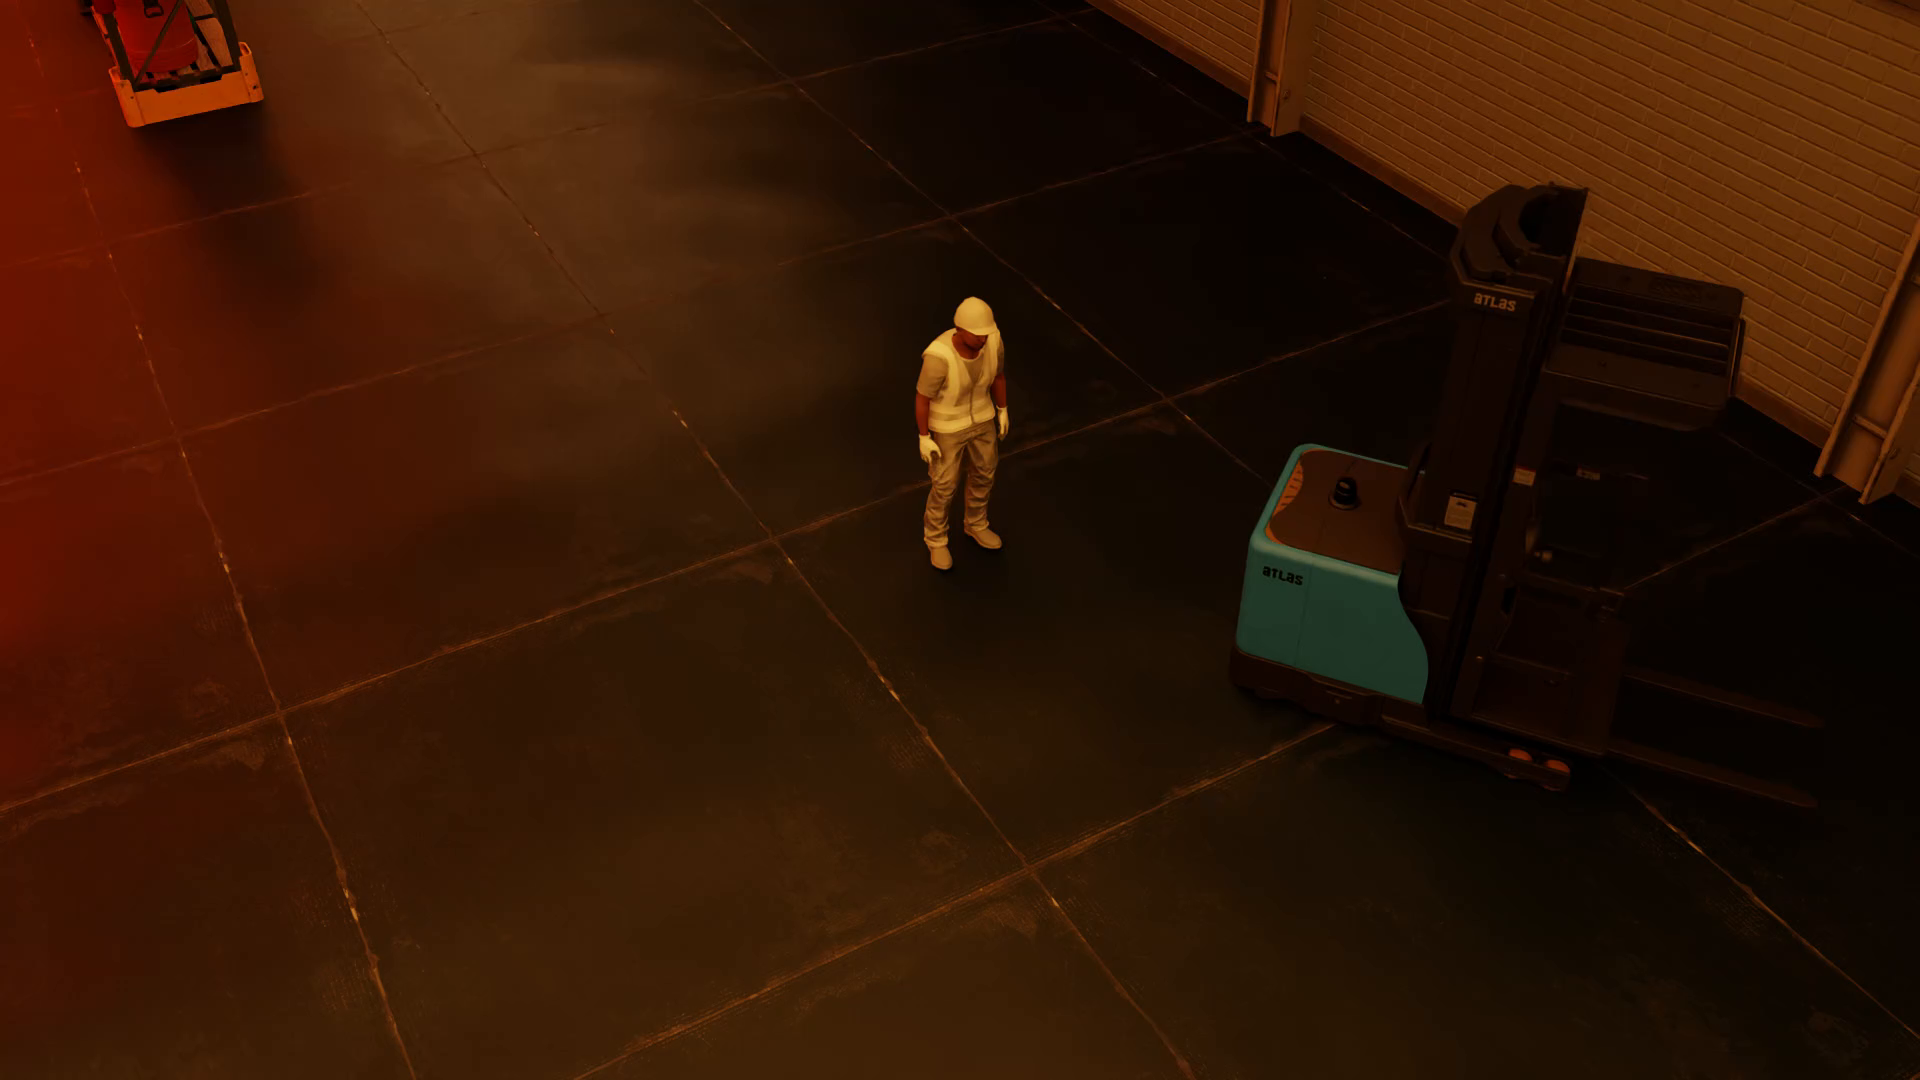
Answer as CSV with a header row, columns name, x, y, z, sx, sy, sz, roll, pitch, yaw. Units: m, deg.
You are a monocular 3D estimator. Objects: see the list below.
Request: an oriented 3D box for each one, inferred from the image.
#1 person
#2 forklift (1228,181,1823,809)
name,x,y,z,sx,sy,sz,roll,pitch,yaw
person,0.025,-0.662,9.744,0.617,1.773,0.449,-22,44,-24
forklift,3.065,-0.198,8.275,3.031,2.935,1.130,16,42,18
